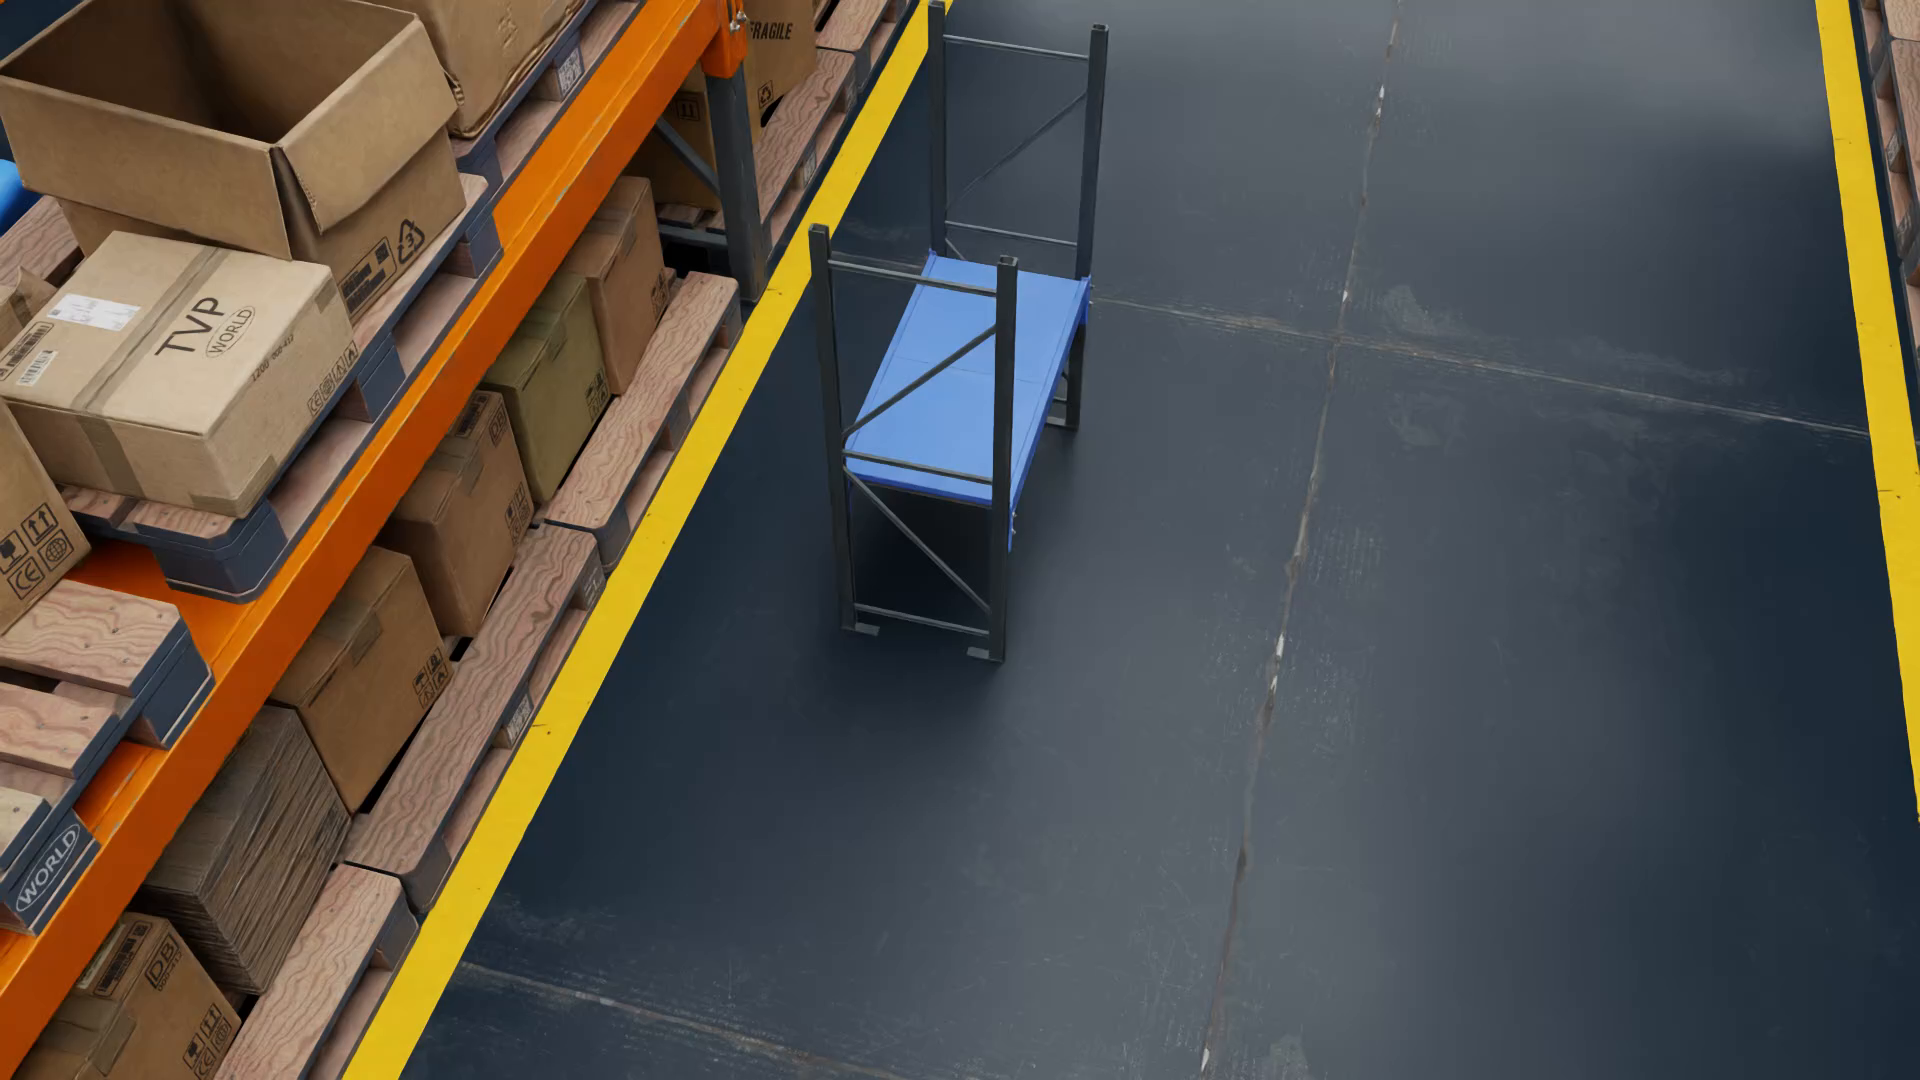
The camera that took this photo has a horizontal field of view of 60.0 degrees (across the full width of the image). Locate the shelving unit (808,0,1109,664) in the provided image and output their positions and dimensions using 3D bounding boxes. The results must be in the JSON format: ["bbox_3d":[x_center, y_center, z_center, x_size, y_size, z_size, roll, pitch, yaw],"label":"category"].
[{"bbox_3d":[0.022,-0.558,4.742,0.538,1.500,1.048,12,50,10],"label":"shelving unit"}]

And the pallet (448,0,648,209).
[{"bbox_3d":[-1.540,-1.394,4.607,1.003,0.211,1.213,12,50,10],"label":"pallet"}]

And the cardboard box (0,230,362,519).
[{"bbox_3d":[-1.588,-0.344,3.373,0.500,0.250,0.500,10,49,9],"label":"cardboard box"}]

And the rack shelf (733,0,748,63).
[{"bbox_3d":[-0.672,-3.190,6.545,1.077,0.370,4.000,12,50,10],"label":"rack shelf"}]

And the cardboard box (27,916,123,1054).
[{"bbox_3d":[-2.103,0.855,3.369,0.500,0.250,0.500,13,50,12],"label":"cardboard box"}]

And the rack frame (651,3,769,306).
[{"bbox_3d":[-1.198,-1.981,4.998,1.000,3.000,0.127,12,50,10],"label":"rack frame"}]

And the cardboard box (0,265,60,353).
[{"bbox_3d":[-2.072,-0.442,3.449,0.396,0.266,0.258,10,49,9],"label":"cardboard box"}]

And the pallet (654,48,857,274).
[{"bbox_3d":[-1.055,-1.551,6.478,1.003,0.211,1.213,12,50,10],"label":"pallet"}]

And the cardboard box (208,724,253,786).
[{"bbox_3d":[-1.974,0.469,3.709,0.500,0.250,0.500,17,51,14],"label":"cardboard box"}]

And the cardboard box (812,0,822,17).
[{"bbox_3d":[-0.823,-2.455,6.803,0.500,0.500,0.500,8,49,7],"label":"cardboard box"}]

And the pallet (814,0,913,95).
[{"bbox_3d":[-0.736,-2.437,7.260,1.003,0.211,1.213,12,50,10],"label":"pallet"}]

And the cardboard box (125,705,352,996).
[{"bbox_3d":[-1.960,0.701,4.004,0.700,0.500,0.500,8,49,7],"label":"cardboard box"}]

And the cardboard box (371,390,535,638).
[{"bbox_3d":[-1.671,-0.114,4.724,0.700,0.500,0.500,8,49,7],"label":"cardboard box"}]

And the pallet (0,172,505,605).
[{"bbox_3d":[-1.769,-0.465,3.787,1.003,0.211,1.213,12,50,10],"label":"pallet"}]

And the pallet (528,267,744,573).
[{"bbox_3d":[-1.402,-0.495,5.546,1.003,0.211,1.213,12,50,10],"label":"pallet"}]

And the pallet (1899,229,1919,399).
[{"bbox_3d":[3.797,-0.559,5.602,1.003,0.211,1.213,12,50,10],"label":"pallet"}]

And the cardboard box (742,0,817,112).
[{"bbox_3d":[-0.911,-1.990,6.393,0.500,0.500,0.500,27,54,22],"label":"cardboard box"}]

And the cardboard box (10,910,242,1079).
[{"bbox_3d":[-2.094,1.105,3.648,0.700,0.500,0.500,9,49,8],"label":"cardboard box"}]

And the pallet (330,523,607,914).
[{"bbox_3d":[-1.721,0.390,4.765,1.003,0.211,1.213,12,50,10],"label":"pallet"}]

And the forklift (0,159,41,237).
[{"bbox_3d":[-4.189,-1.018,4.193,3.031,2.935,1.130,1,49,1],"label":"forklift"}]

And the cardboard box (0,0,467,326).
[{"bbox_3d":[-1.565,-0.882,3.679,0.797,0.503,0.637,16,51,14],"label":"cardboard box"}]

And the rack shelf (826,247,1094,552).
[{"bbox_3d":[0.022,-0.439,4.877,0.538,0.185,1.000,12,50,10],"label":"rack shelf"}]

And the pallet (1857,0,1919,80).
[{"bbox_3d":[4.439,-2.324,7.160,1.003,0.211,1.213,12,50,10],"label":"pallet"}]

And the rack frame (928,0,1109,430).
[{"bbox_3d":[0.156,-0.926,5.067,0.500,1.500,0.032,12,50,10],"label":"rack frame"}]

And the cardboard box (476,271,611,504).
[{"bbox_3d":[-1.524,-0.519,5.081,0.700,0.500,0.500,11,50,10],"label":"cardboard box"}]

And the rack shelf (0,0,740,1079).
[{"bbox_3d":[-1.724,-0.297,3.991,1.077,0.370,4.000,12,50,10],"label":"rack shelf"}]

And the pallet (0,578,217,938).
[{"bbox_3d":[-2.166,0.439,2.990,1.213,0.211,1.003,12,50,10],"label":"pallet"}]

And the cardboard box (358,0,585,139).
[{"bbox_3d":[-1.542,-1.772,4.133,1.000,1.000,1.000,12,50,10],"label":"cardboard box"}]

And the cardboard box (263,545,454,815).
[{"bbox_3d":[-1.818,0.290,4.367,0.700,0.500,0.500,15,50,13],"label":"cardboard box"}]

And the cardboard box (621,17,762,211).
[{"bbox_3d":[-1.054,-1.575,6.026,0.500,0.500,0.500,10,49,9],"label":"cardboard box"}]

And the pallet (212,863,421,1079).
[{"bbox_3d":[-2.044,1.270,3.989,1.003,0.211,1.213,12,50,10],"label":"pallet"}]

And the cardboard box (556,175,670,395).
[{"bbox_3d":[-1.380,-0.860,5.382,0.700,0.500,0.500,8,49,7],"label":"cardboard box"}]

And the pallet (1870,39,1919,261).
[{"bbox_3d":[4.116,-1.444,6.384,1.003,0.211,1.213,12,50,10],"label":"pallet"}]

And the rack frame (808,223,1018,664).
[{"bbox_3d":[-0.111,-0.190,4.418,0.500,1.500,0.032,12,50,10],"label":"rack frame"}]

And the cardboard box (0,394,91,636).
[{"bbox_3d":[-2.097,-0.082,2.975,0.700,0.500,0.500,18,51,16],"label":"cardboard box"}]
